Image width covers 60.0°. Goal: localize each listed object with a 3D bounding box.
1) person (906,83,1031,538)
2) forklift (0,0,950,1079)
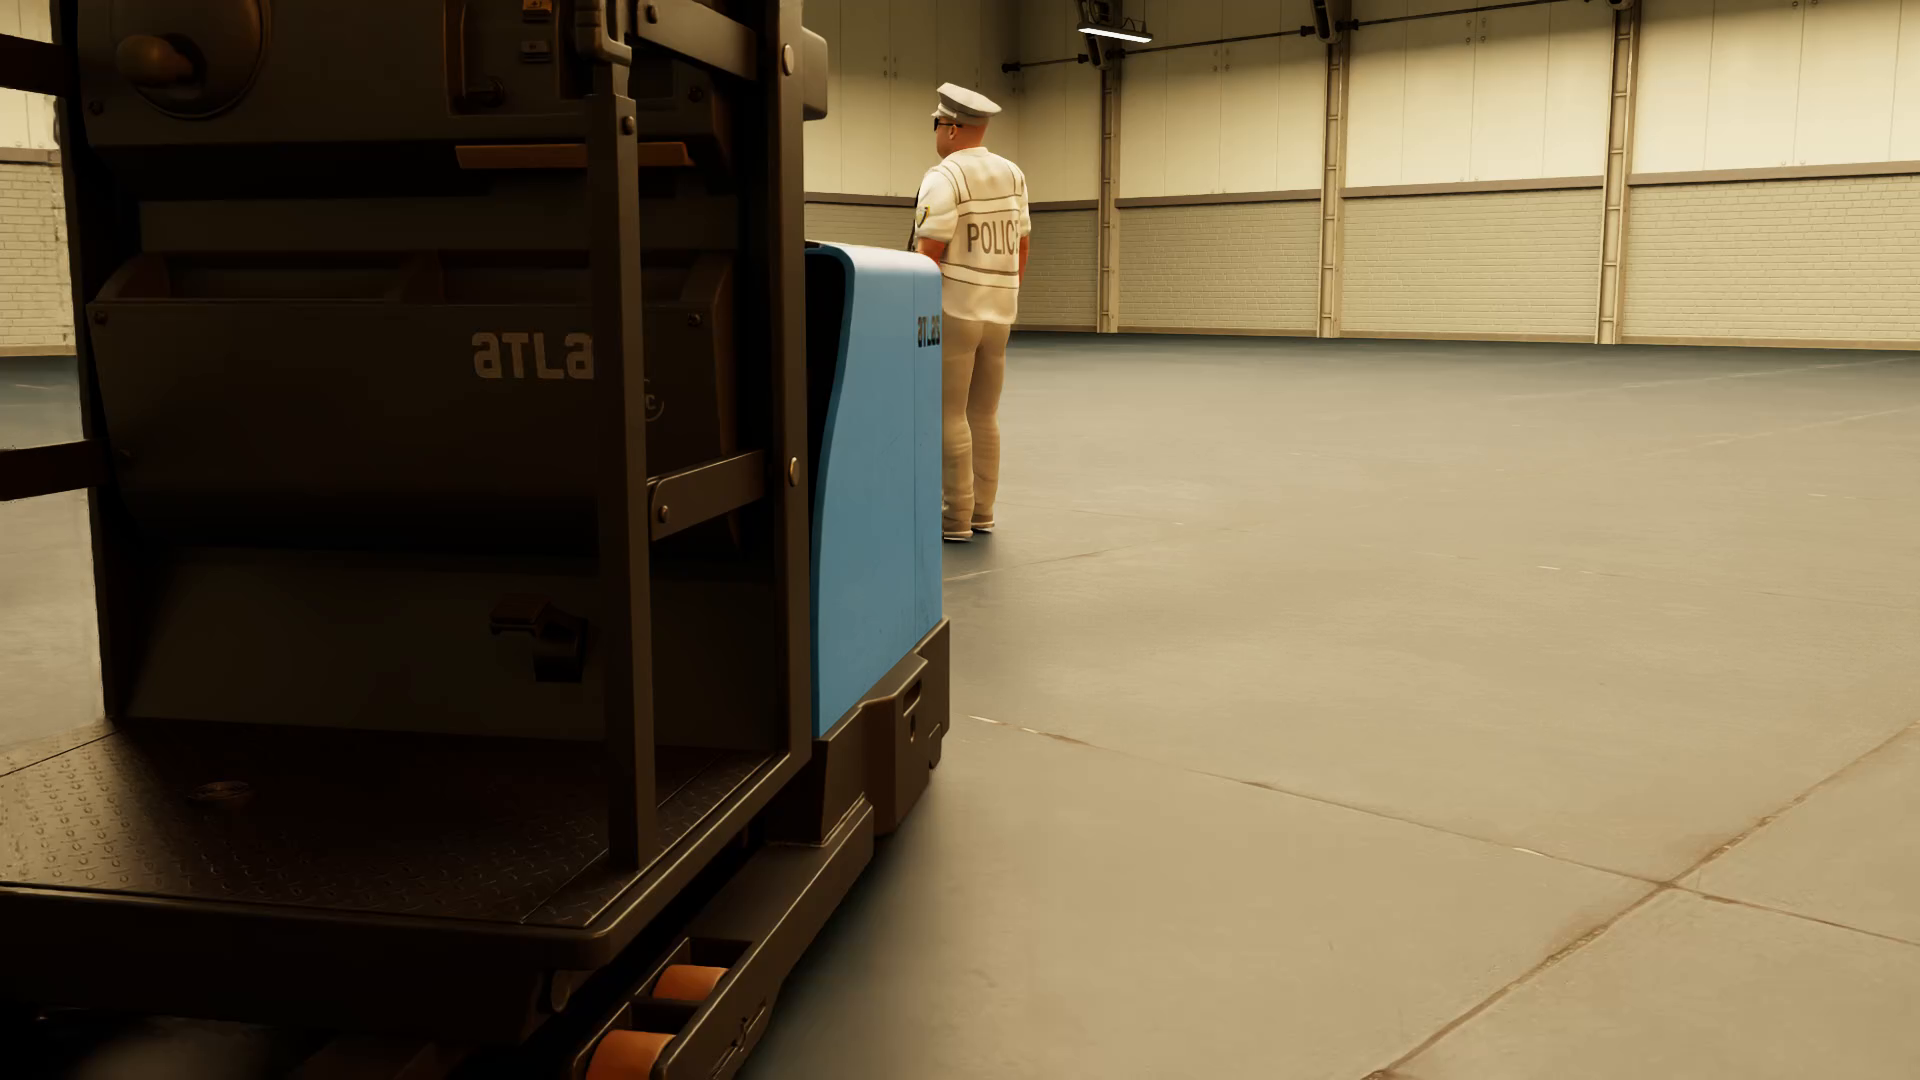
[{"bbox_3d":[-0.048,-0.897,6.646,0.574,1.778,0.641,8,12,43],"label":"person"},{"bbox_3d":[-0.805,-0.782,2.063,1.130,2.935,3.031,2,9,11],"label":"forklift"}]
